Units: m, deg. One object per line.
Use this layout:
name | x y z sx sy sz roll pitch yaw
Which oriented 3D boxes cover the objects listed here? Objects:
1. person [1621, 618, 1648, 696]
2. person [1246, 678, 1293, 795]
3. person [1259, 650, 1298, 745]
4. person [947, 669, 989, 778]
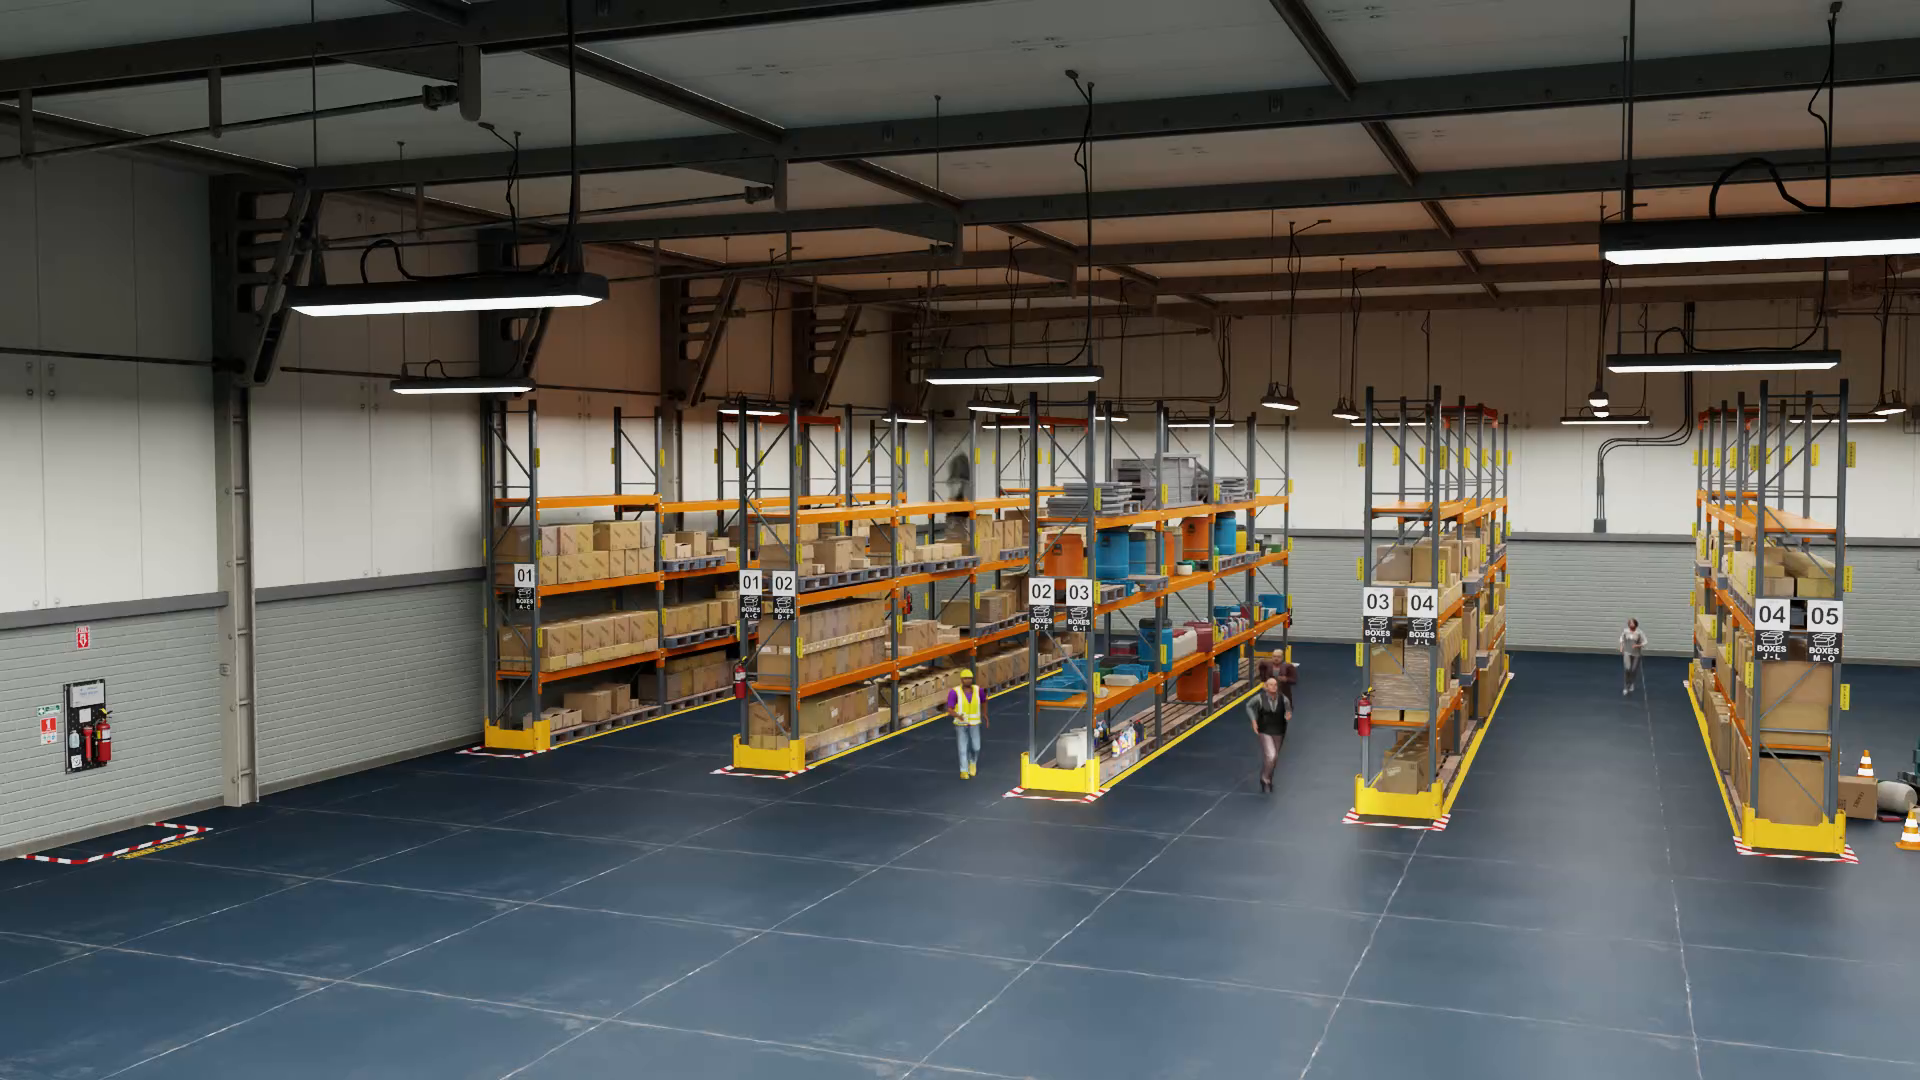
person | 14.250 2.463 35.172 0.553 1.638 0.745 1 3 28
person | 4.649 2.935 24.854 0.659 1.759 0.801 0 3 -8
person | 5.459 2.715 28.575 0.690 1.707 0.960 1 3 16
person | 0.132 2.857 25.780 0.682 1.715 0.700 0 3 -9
